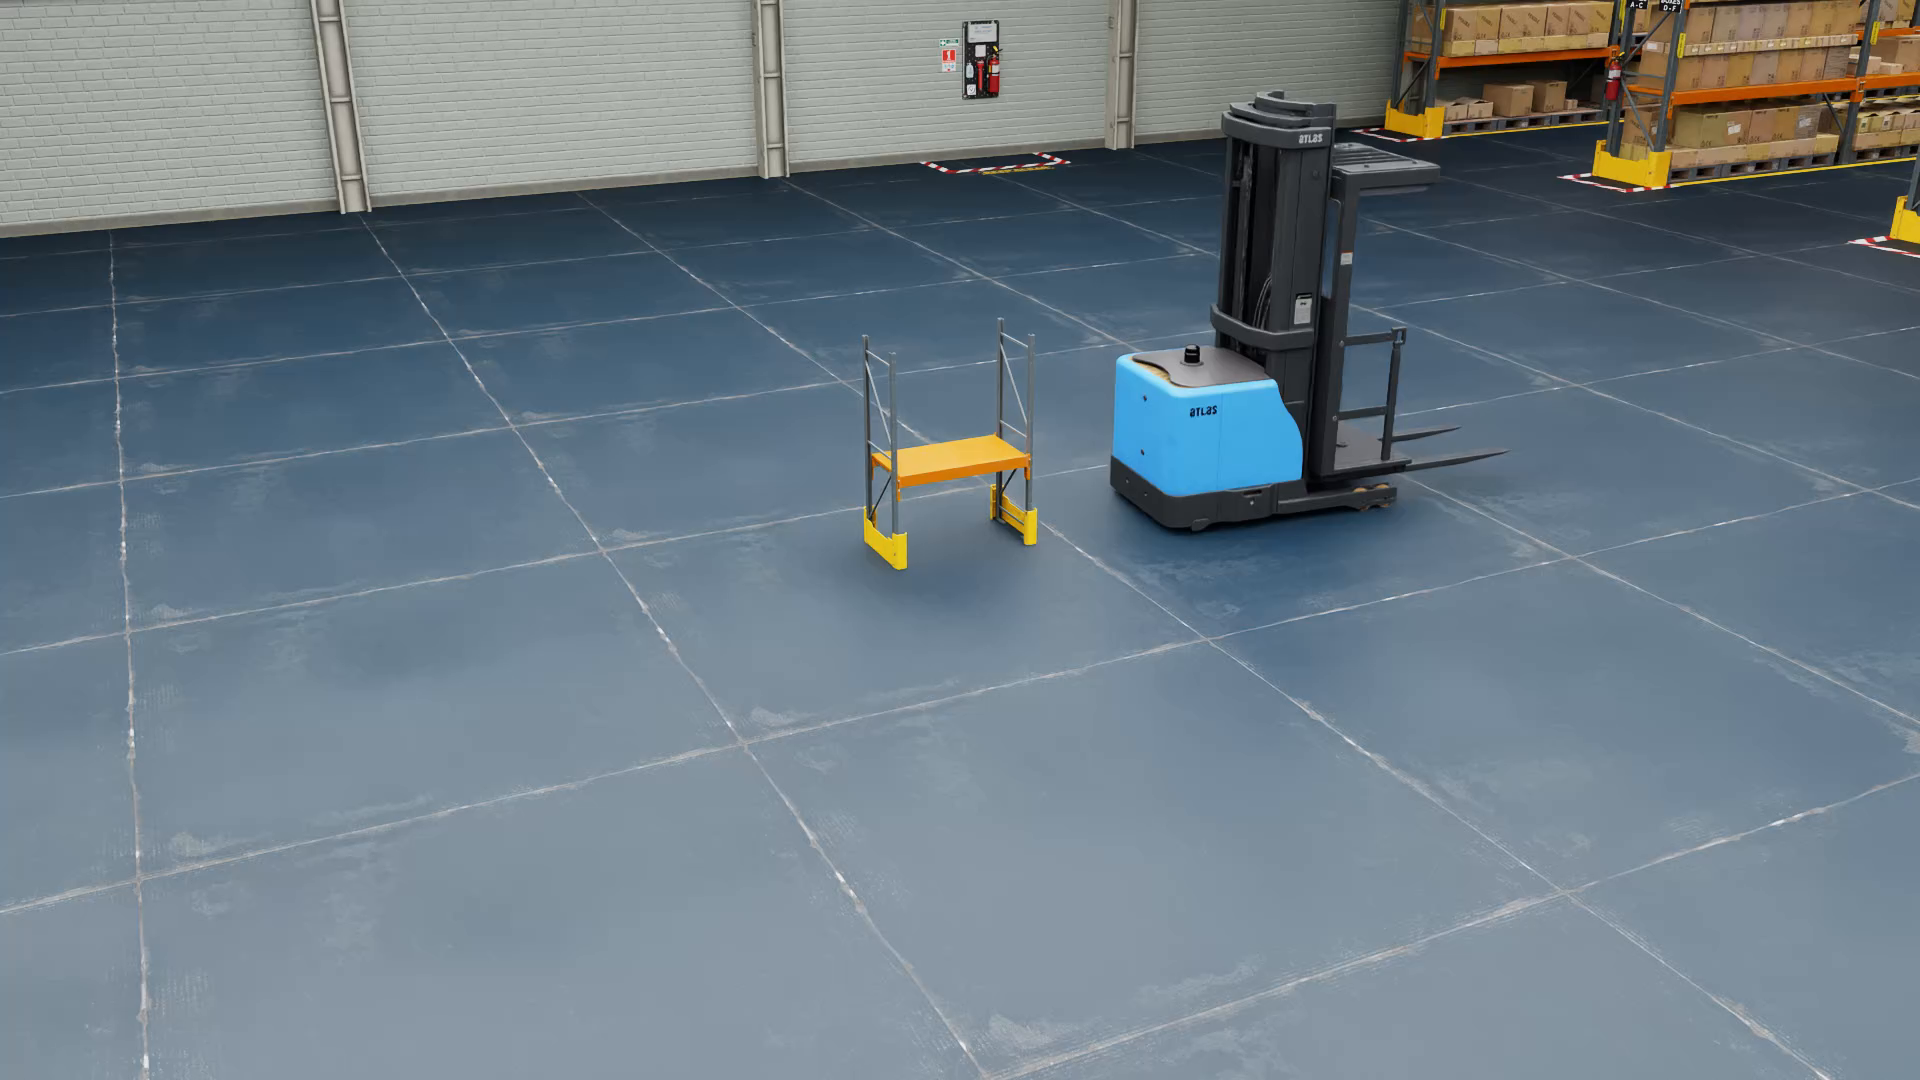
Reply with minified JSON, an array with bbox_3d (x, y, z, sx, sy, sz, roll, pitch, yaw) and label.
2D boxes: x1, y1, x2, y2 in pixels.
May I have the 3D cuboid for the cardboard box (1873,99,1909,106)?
[{"bbox_3d":[15.133,-6.981,27.005,0.500,0.311,0.500,-11,25,-24],"label":"cardboard box"}]

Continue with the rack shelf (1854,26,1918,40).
[{"bbox_3d":[16.776,-9.749,32.320,4.000,0.370,1.077,-10,25,-24],"label":"rack shelf"}]

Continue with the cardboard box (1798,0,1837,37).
[{"bbox_3d":[12.670,-7.865,25.001,0.500,0.500,0.700,-10,25,-24],"label":"cardboard box"}]

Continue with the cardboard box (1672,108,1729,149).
[{"bbox_3d":[10.947,-6.082,24.586,0.500,0.500,0.500,-10,25,-24],"label":"cardboard box"}]

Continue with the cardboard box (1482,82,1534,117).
[{"bbox_3d":[9.624,-7.754,29.252,0.500,0.500,0.700,-12,25,-27],"label":"cardboard box"}]

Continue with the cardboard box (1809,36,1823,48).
[{"bbox_3d":[12.675,-7.478,24.914,0.250,0.149,0.380,-10,25,-24],"label":"cardboard box"}]

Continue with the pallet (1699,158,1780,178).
[{"bbox_3d":[11.686,-5.770,25.412,1.213,0.211,1.003,-10,25,-24],"label":"pallet"}]

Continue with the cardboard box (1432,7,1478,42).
[{"bbox_3d":[8.326,-8.684,27.998,0.500,0.500,0.500,-10,25,-24],"label":"cardboard box"}]

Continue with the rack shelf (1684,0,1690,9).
[{"bbox_3d":[11.719,-8.101,24.418,4.000,0.370,1.077,-10,25,-24],"label":"rack shelf"}]

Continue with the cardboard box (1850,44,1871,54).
[{"bbox_3d":[17.249,-9.313,32.587,0.750,0.750,0.750,-10,24,-22],"label":"cardboard box"}]

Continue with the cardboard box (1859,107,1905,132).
[{"bbox_3d":[14.455,-6.626,26.148,0.500,0.311,0.500,-11,25,-24],"label":"cardboard box"}]

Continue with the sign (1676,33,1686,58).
[{"bbox_3d":[10.153,-6.960,23.407,0.005,0.325,0.100,-10,25,-24],"label":"sign"}]

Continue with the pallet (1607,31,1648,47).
[{"bbox_3d":[12.121,-9.074,30.000,1.213,0.211,1.003,-10,25,-24],"label":"pallet"}]

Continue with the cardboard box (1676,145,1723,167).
[{"bbox_3d":[10.946,-5.736,24.731,0.500,0.250,0.500,-10,25,-24],"label":"cardboard box"}]

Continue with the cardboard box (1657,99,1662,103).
[{"bbox_3d":[12.947,-8.436,30.900,0.500,0.500,0.700,-10,25,-23],"label":"cardboard box"}]

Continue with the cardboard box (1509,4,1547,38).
[{"bbox_3d":[9.704,-8.936,28.606,0.500,0.500,0.500,-10,24,-22],"label":"cardboard box"}]

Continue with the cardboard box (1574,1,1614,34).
[{"bbox_3d":[11.078,-9.187,29.213,0.500,0.500,0.500,-10,25,-24],"label":"cardboard box"}]

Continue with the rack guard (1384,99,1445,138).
[{"bbox_3d":[7.834,-7.280,28.684,0.348,0.500,1.175,-10,25,-24],"label":"rack guard"}]

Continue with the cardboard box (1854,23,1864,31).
[{"bbox_3d":[17.233,-9.957,32.184,0.250,0.149,0.380,-11,25,-25],"label":"cardboard box"}]

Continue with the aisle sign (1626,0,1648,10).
[{"bbox_3d":[9.731,-8.007,23.773,0.004,0.787,0.394,-10,25,-24],"label":"aisle sign"}]

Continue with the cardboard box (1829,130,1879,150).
[{"bbox_3d":[13.992,-6.285,26.056,0.500,0.250,0.500,-11,25,-25],"label":"cardboard box"}]

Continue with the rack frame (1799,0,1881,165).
[{"bbox_3d":[13.521,-7.379,25.655,0.127,3.000,1.000,-10,25,-24],"label":"rack frame"}]

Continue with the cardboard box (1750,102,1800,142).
[{"bbox_3d":[12.294,-6.334,25.196,0.500,0.500,0.500,-10,25,-24],"label":"cardboard box"}]

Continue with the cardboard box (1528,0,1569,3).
[{"bbox_3d":[10.388,-9.282,29.441,0.500,0.500,0.500,-11,25,-24],"label":"cardboard box"}]

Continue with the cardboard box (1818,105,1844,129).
[{"bbox_3d":[13.762,-6.728,26.395,0.500,0.311,0.500,-10,25,-24],"label":"cardboard box"}]

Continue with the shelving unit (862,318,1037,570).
[{"bbox_3d":[-0.069,-0.680,11.433,1.083,1.500,0.587,-10,25,-24],"label":"shelving unit"}]

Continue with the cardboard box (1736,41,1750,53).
[{"bbox_3d":[11.294,-7.224,24.302,0.250,0.149,0.380,-11,25,-25],"label":"cardboard box"}]

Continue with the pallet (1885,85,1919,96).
[{"bbox_3d":[19.297,-9.224,33.757,1.213,0.211,1.003,-10,25,-24],"label":"pallet"}]

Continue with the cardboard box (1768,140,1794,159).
[{"bbox_3d":[12.299,-5.983,25.328,0.500,0.250,0.500,-10,25,-24],"label":"cardboard box"}]

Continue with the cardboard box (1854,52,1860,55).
[{"bbox_3d":[14.234,-7.526,26.186,0.258,0.266,0.396,-11,25,-25],"label":"cardboard box"}]

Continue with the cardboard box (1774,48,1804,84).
[{"bbox_3d":[12.198,-7.178,25.039,0.500,0.500,0.700,-10,25,-23],"label":"cardboard box"}]

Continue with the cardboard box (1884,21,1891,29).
[{"bbox_3d":[17.926,-10.075,32.470,0.250,0.149,0.380,-10,24,-22],"label":"cardboard box"}]

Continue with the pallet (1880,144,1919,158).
[{"bbox_3d":[15.269,-6.431,27.009,1.213,0.211,1.003,-10,25,-24],"label":"pallet"}]

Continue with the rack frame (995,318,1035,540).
[{"bbox_3d":[0.381,-0.763,11.633,0.032,1.500,0.500,-10,25,-24],"label":"rack frame"}]

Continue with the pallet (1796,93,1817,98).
[{"bbox_3d":[15.717,-8.566,32.167,1.213,0.211,1.003,-10,25,-24],"label":"pallet"}]

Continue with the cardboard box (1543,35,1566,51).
[{"bbox_3d":[10.175,-8.674,28.954,0.500,0.250,0.500,-11,25,-24],"label":"cardboard box"}]

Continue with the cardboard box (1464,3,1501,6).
[{"bbox_3d":[9.020,-9.028,28.827,0.500,0.500,0.500,-11,25,-25],"label":"cardboard box"}]

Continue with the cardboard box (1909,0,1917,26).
[{"bbox_3d":[19.074,-10.636,33.130,0.700,0.700,0.980,-10,25,-23],"label":"cardboard box"}]

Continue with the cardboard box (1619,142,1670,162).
[{"bbox_3d":[10.272,-5.830,24.959,0.500,0.250,0.500,-10,25,-24],"label":"cardboard box"}]

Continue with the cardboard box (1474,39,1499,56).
[{"bbox_3d":[8.805,-8.425,28.351,0.500,0.250,0.500,-11,25,-25],"label":"cardboard box"}]

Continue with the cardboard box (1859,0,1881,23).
[{"bbox_3d":[17.360,-10.274,32.102,0.500,0.500,0.500,-10,25,-24],"label":"cardboard box"}]

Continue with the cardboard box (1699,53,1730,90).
[{"bbox_3d":[10.815,-6.924,24.424,0.500,0.500,0.700,-10,24,-22],"label":"cardboard box"}]

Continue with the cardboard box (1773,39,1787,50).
[{"bbox_3d":[11.987,-7.351,24.608,0.250,0.149,0.380,-10,24,-22],"label":"cardboard box"}]

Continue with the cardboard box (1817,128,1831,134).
[{"bbox_3d":[13.769,-6.472,26.508,0.500,0.250,0.500,-11,25,-24],"label":"cardboard box"}]

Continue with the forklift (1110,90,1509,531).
[{"bbox_3d":[2.705,-1.751,12.148,3.031,2.935,1.130,-8,24,-19],"label":"forklift"}]

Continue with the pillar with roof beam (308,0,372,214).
[{"bbox_3d":[-6.331,-7.139,17.231,0.400,9.000,9.100,-10,25,-24],"label":"pillar with roof beam"}]

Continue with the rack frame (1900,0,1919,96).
[{"bbox_3d":[18.578,-10.413,32.984,0.127,3.000,1.000,-10,25,-24],"label":"rack frame"}]

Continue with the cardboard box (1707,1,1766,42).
[{"bbox_3d":[11.317,-7.616,24.401,0.500,0.500,0.700,-10,25,-23],"label":"cardboard box"}]

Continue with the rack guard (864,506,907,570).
[{"bbox_3d":[-0.517,-0.020,11.472,0.087,0.250,0.587,-10,25,-24],"label":"rack guard"}]

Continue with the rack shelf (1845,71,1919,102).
[{"bbox_3d":[15.324,-7.379,26.594,4.000,0.370,1.077,-10,25,-24],"label":"rack shelf"}]

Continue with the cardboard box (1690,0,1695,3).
[{"bbox_3d":[12.929,-9.618,30.358,0.500,0.500,0.700,-7,23,-16],"label":"cardboard box"}]

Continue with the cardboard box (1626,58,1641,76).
[{"bbox_3d":[12.421,-8.683,30.517,0.500,0.250,0.500,-11,25,-25],"label":"cardboard box"}]

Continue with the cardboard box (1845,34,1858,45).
[{"bbox_3d":[13.369,-7.606,25.225,0.250,0.149,0.380,-10,25,-24],"label":"cardboard box"}]

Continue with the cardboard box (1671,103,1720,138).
[{"bbox_3d":[11.166,-6.348,25.230,0.500,0.500,0.500,-10,25,-24],"label":"cardboard box"}]

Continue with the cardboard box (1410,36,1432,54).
[{"bbox_3d":[8.103,-8.507,28.549,0.500,0.250,0.500,-10,25,-23],"label":"cardboard box"}]

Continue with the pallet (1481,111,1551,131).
[{"bbox_3d":[9.679,-7.470,29.520,1.213,0.211,1.003,-10,25,-24],"label":"pallet"}]

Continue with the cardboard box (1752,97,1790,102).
[{"bbox_3d":[12.521,-6.595,25.825,0.500,0.500,0.500,-10,25,-24],"label":"cardboard box"}]

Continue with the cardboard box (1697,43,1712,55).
[{"bbox_3d":[10.601,-7.097,23.995,0.250,0.149,0.380,-11,25,-25],"label":"cardboard box"}]
